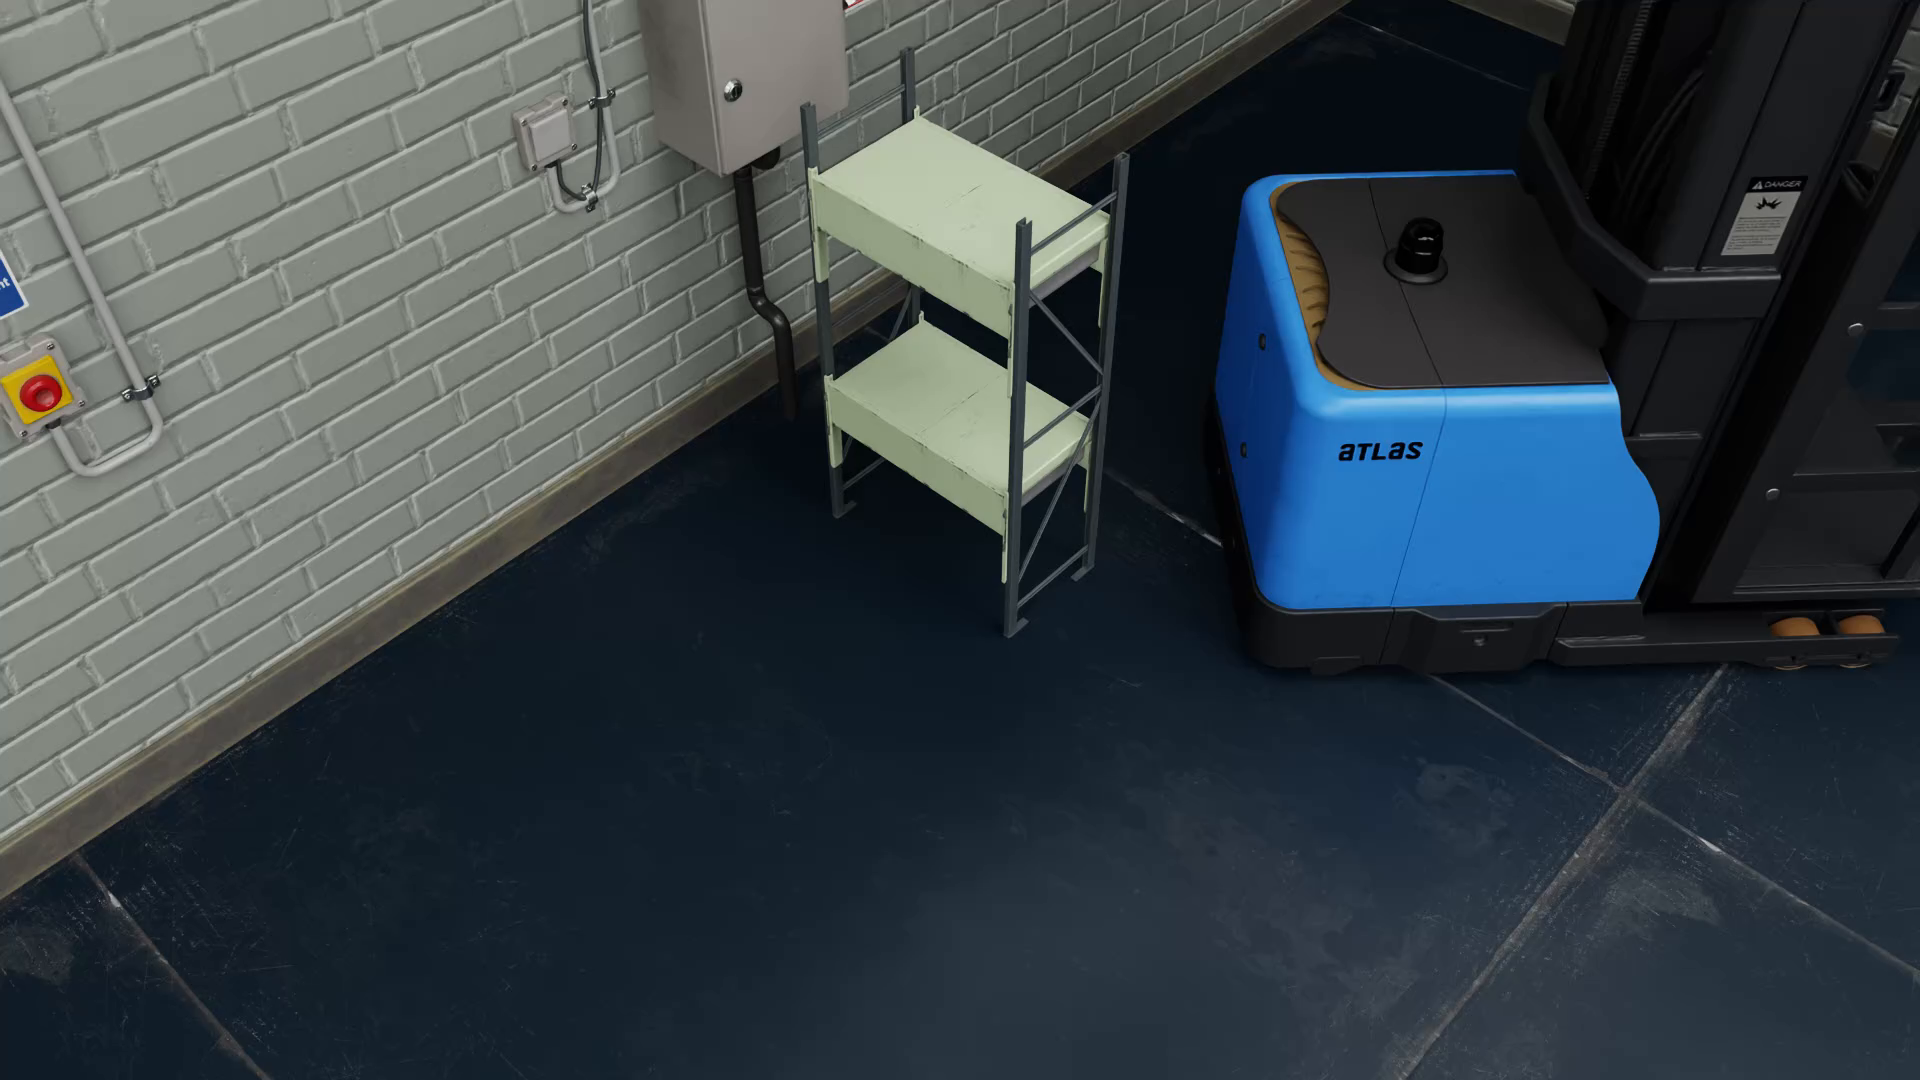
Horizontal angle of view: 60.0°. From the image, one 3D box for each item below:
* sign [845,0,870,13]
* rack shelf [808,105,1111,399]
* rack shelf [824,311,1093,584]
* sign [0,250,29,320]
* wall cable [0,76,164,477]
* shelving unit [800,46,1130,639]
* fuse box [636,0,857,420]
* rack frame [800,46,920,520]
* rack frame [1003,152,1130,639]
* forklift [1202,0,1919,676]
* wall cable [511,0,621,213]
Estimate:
[{"bbox_3d":[-0.354,-1.790,4.938,0.001,0.494,0.329,34,55,28],"label":"sign"},{"bbox_3d":[0.005,-0.777,4.416,0.720,0.370,0.431,34,55,28],"label":"rack shelf"},{"bbox_3d":[0.005,-0.287,4.938,0.720,0.370,0.431,34,55,28],"label":"rack shelf"},{"bbox_3d":[-2.146,-0.499,3.476,0.001,0.218,0.327,34,55,28],"label":"sign"},{"bbox_3d":[-2.068,-0.761,3.188,0.123,1.953,0.585,34,55,28],"label":"wall cable"},{"bbox_3d":[0.005,-0.510,4.700,0.755,1.500,0.431,34,55,28],"label":"shelving unit"},{"bbox_3d":[-0.536,-1.014,5.029,0.414,1.711,0.539,34,55,28],"label":"fuse box"},{"bbox_3d":[-0.264,-0.691,4.870,0.023,1.500,0.400,34,55,28],"label":"rack frame"},{"bbox_3d":[0.274,-0.329,4.530,0.023,1.500,0.400,34,55,28],"label":"rack frame"},{"bbox_3d":[2.325,-1.009,4.186,3.031,2.935,1.130,-2,47,-2],"label":"forklift"},{"bbox_3d":[-1.115,-1.515,3.918,0.122,1.984,0.588,34,55,28],"label":"wall cable"}]
